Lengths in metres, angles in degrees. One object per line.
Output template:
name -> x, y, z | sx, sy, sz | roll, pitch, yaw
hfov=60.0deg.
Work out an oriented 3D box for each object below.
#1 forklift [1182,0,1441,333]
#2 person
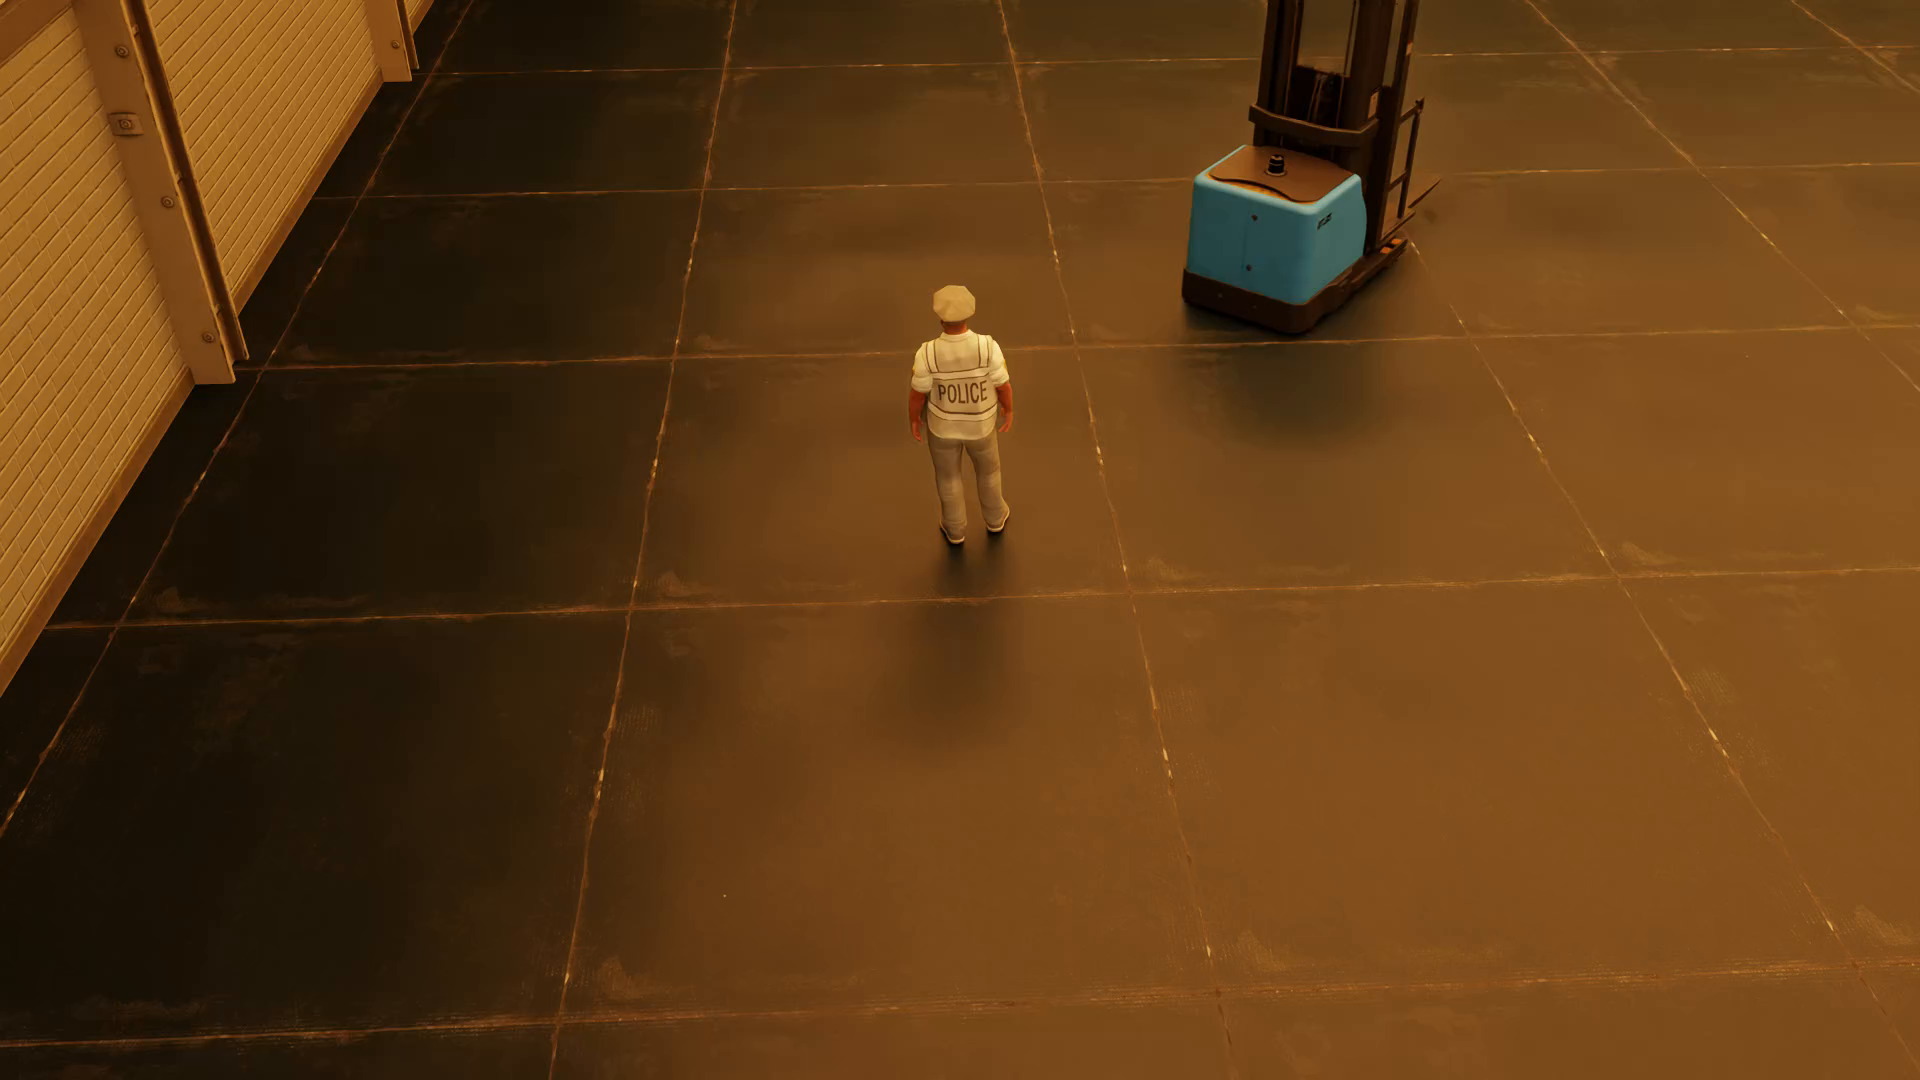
forklift -> 3.013, -3.556, 12.893 | 1.130, 2.935, 3.031 | 23, 42, 29
person -> 0.008, -0.772, 10.034 | 0.640, 1.781, 0.575 | -2, 36, -2
